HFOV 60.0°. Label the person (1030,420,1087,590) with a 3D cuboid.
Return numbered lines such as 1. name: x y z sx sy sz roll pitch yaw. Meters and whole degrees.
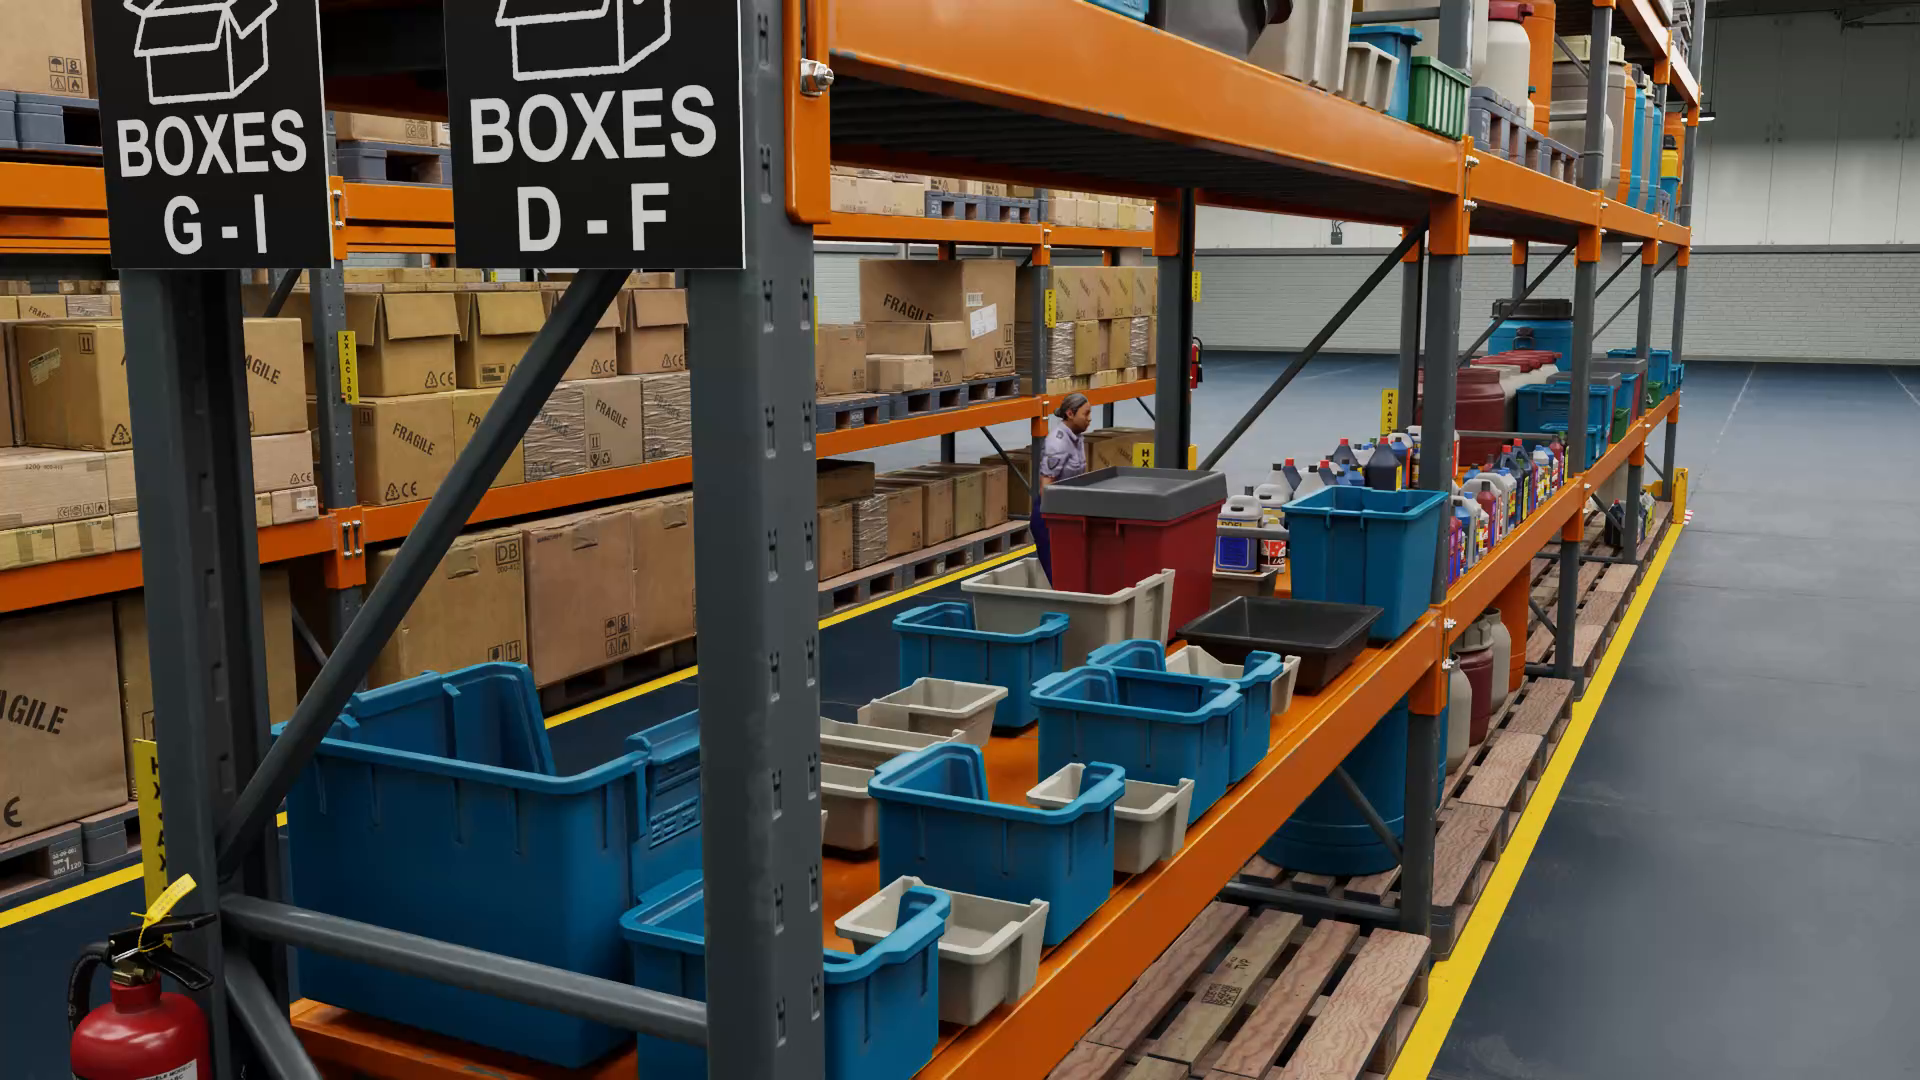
1. person: 0.653 -0.028 10.622 0.373 1.476 0.549 4 10 23
